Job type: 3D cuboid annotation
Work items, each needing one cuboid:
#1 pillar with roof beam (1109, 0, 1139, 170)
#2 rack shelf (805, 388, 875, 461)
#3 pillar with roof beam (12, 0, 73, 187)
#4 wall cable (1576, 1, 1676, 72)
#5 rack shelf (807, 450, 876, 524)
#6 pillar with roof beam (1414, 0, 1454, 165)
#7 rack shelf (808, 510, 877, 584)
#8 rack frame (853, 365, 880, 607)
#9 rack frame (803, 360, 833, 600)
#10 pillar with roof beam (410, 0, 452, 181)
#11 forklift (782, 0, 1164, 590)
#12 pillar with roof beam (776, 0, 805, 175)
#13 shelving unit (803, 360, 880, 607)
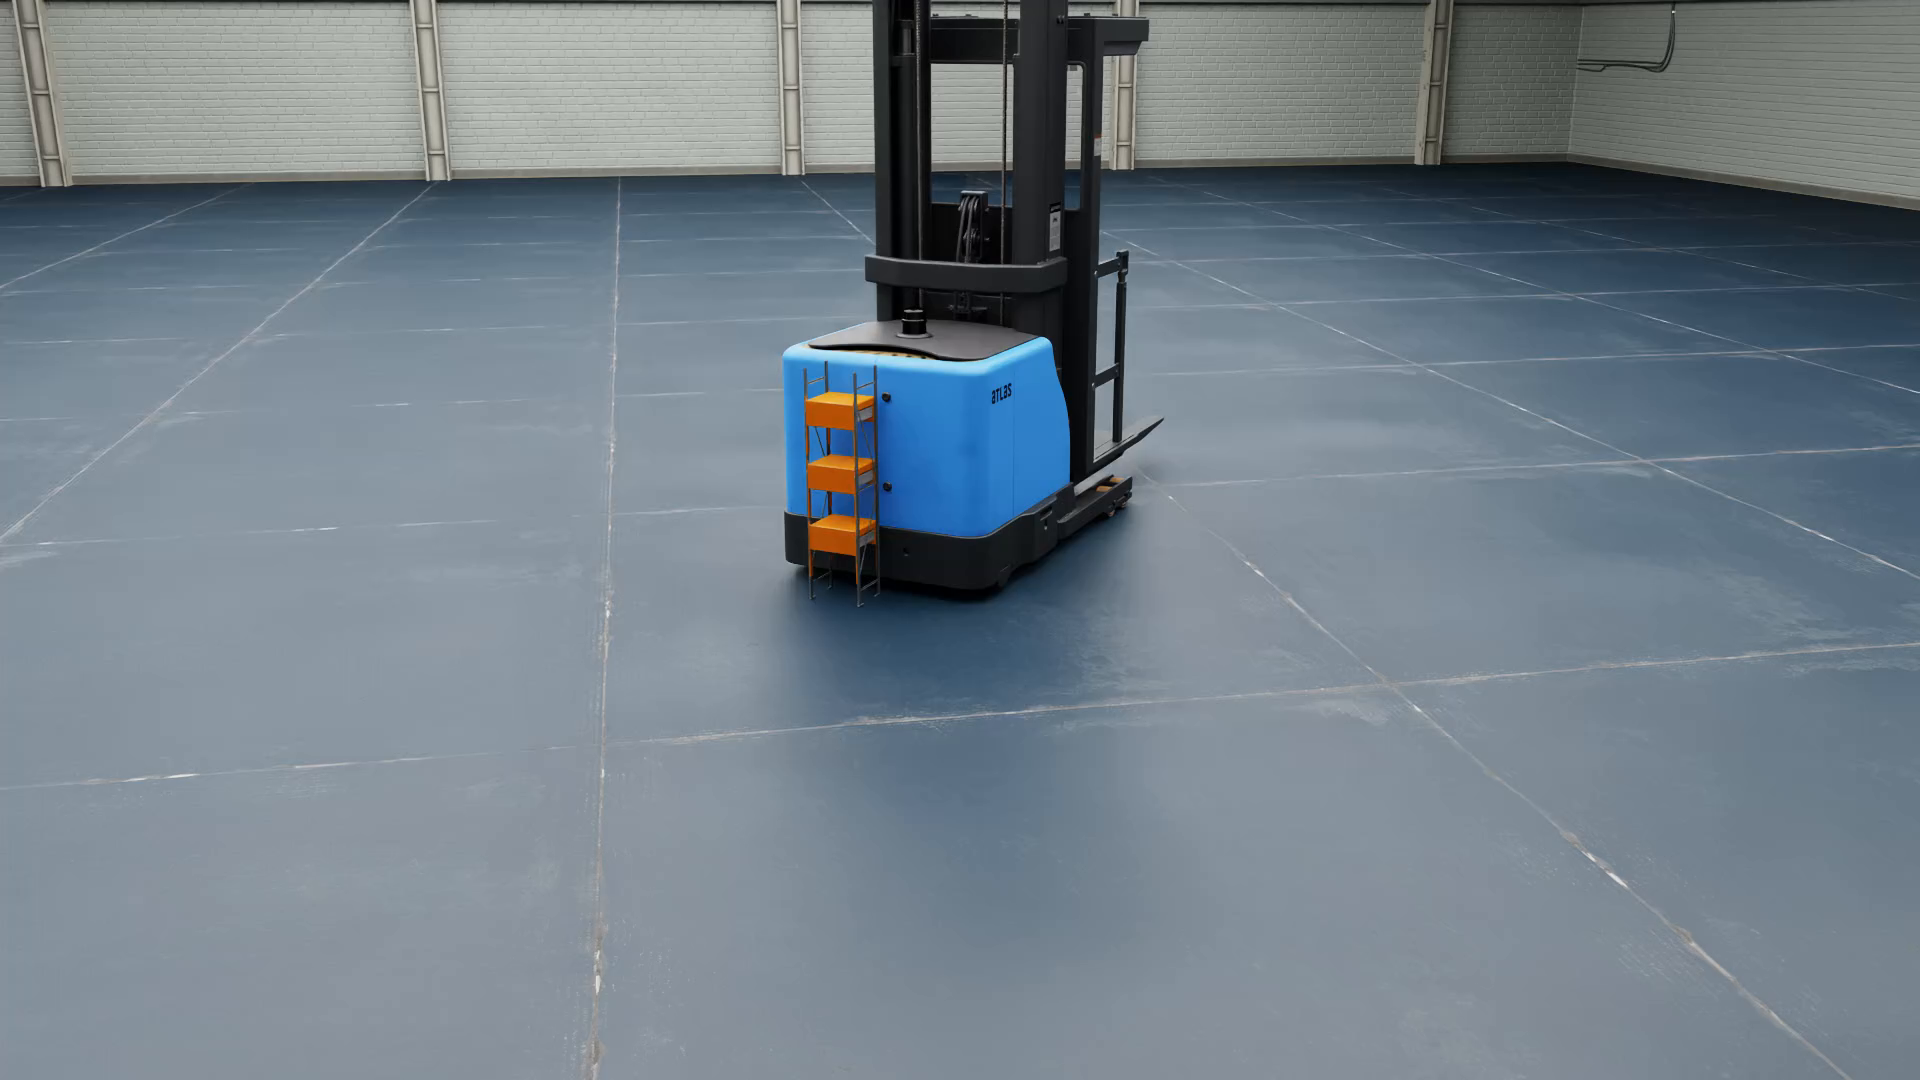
[{"bbox_3d":[3.765,-9.843,25.032,0.400,9.000,9.100,-3,17,-10],"label":"pillar with roof beam"},{"bbox_3d":[-0.516,-0.507,7.245,0.240,0.259,0.215,8,19,24],"label":"rack shelf"},{"bbox_3d":[-13.908,-8.840,21.768,0.400,9.000,9.100,-3,17,-10],"label":"pillar with roof beam"},{"bbox_3d":[11.983,-9.717,29.909,0.112,2.526,3.097,-3,17,-10],"label":"wall cable"},{"bbox_3d":[-0.516,-0.236,7.329,0.240,0.259,0.215,8,19,24],"label":"rack shelf"},{"bbox_3d":[9.656,-10.177,26.120,0.400,9.000,9.100,-3,17,-10],"label":"pillar with roof beam"},{"bbox_3d":[-0.516,0.030,7.410,0.240,0.259,0.215,8,19,24],"label":"rack shelf"},{"bbox_3d":[-0.406,-0.231,7.276,0.008,1.050,0.200,8,19,24],"label":"rack frame"},{"bbox_3d":[-0.627,-0.262,7.375,0.008,1.050,0.200,8,19,24],"label":"rack frame"},{"bbox_3d":[-8.017,-9.175,22.856,0.400,9.000,9.100,-3,17,-10],"label":"pillar with roof beam"},{"bbox_3d":[0.270,-1.568,8.426,1.130,2.935,3.031,8,19,24],"label":"forklift"},{"bbox_3d":[-2.126,-9.509,23.944,0.400,9.000,9.100,-3,17,-10],"label":"pillar with roof beam"},{"bbox_3d":[-0.516,-0.246,7.326,0.252,1.050,0.215,8,19,24],"label":"shelving unit"}]
